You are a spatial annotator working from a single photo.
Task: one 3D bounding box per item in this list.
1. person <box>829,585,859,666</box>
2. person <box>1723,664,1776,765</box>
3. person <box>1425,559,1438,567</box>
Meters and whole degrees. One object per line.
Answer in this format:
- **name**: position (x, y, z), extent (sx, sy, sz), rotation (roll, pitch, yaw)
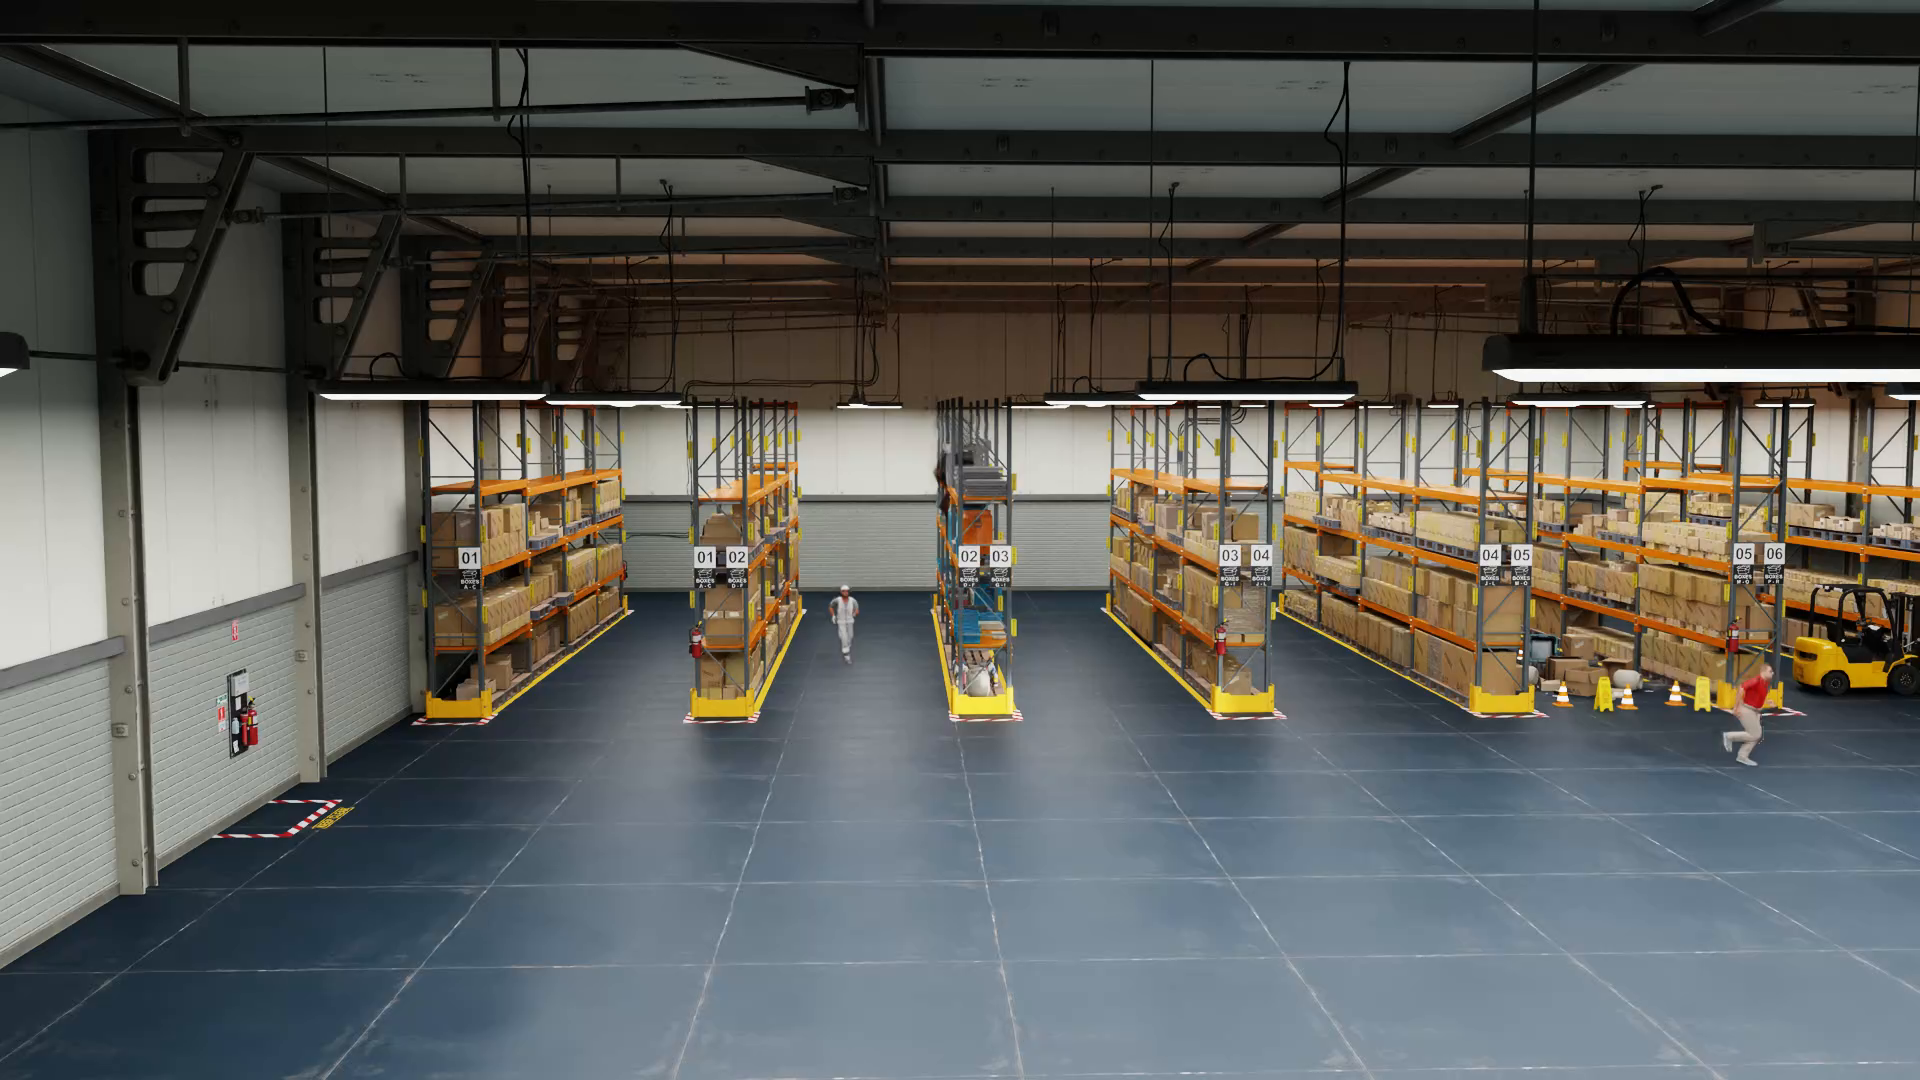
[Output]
- **person**: position (-2.608, 1.910, 37.688), extent (0.663, 1.787, 0.902), rotation (-1, 5, -14)
- **person**: position (12.844, 2.830, 27.034), extent (0.761, 1.660, 0.655), rotation (3, 6, 37)
- **person**: position (14.053, 1.081, 49.740), extent (0.661, 1.588, 0.586), rotation (-2, 5, -20)
